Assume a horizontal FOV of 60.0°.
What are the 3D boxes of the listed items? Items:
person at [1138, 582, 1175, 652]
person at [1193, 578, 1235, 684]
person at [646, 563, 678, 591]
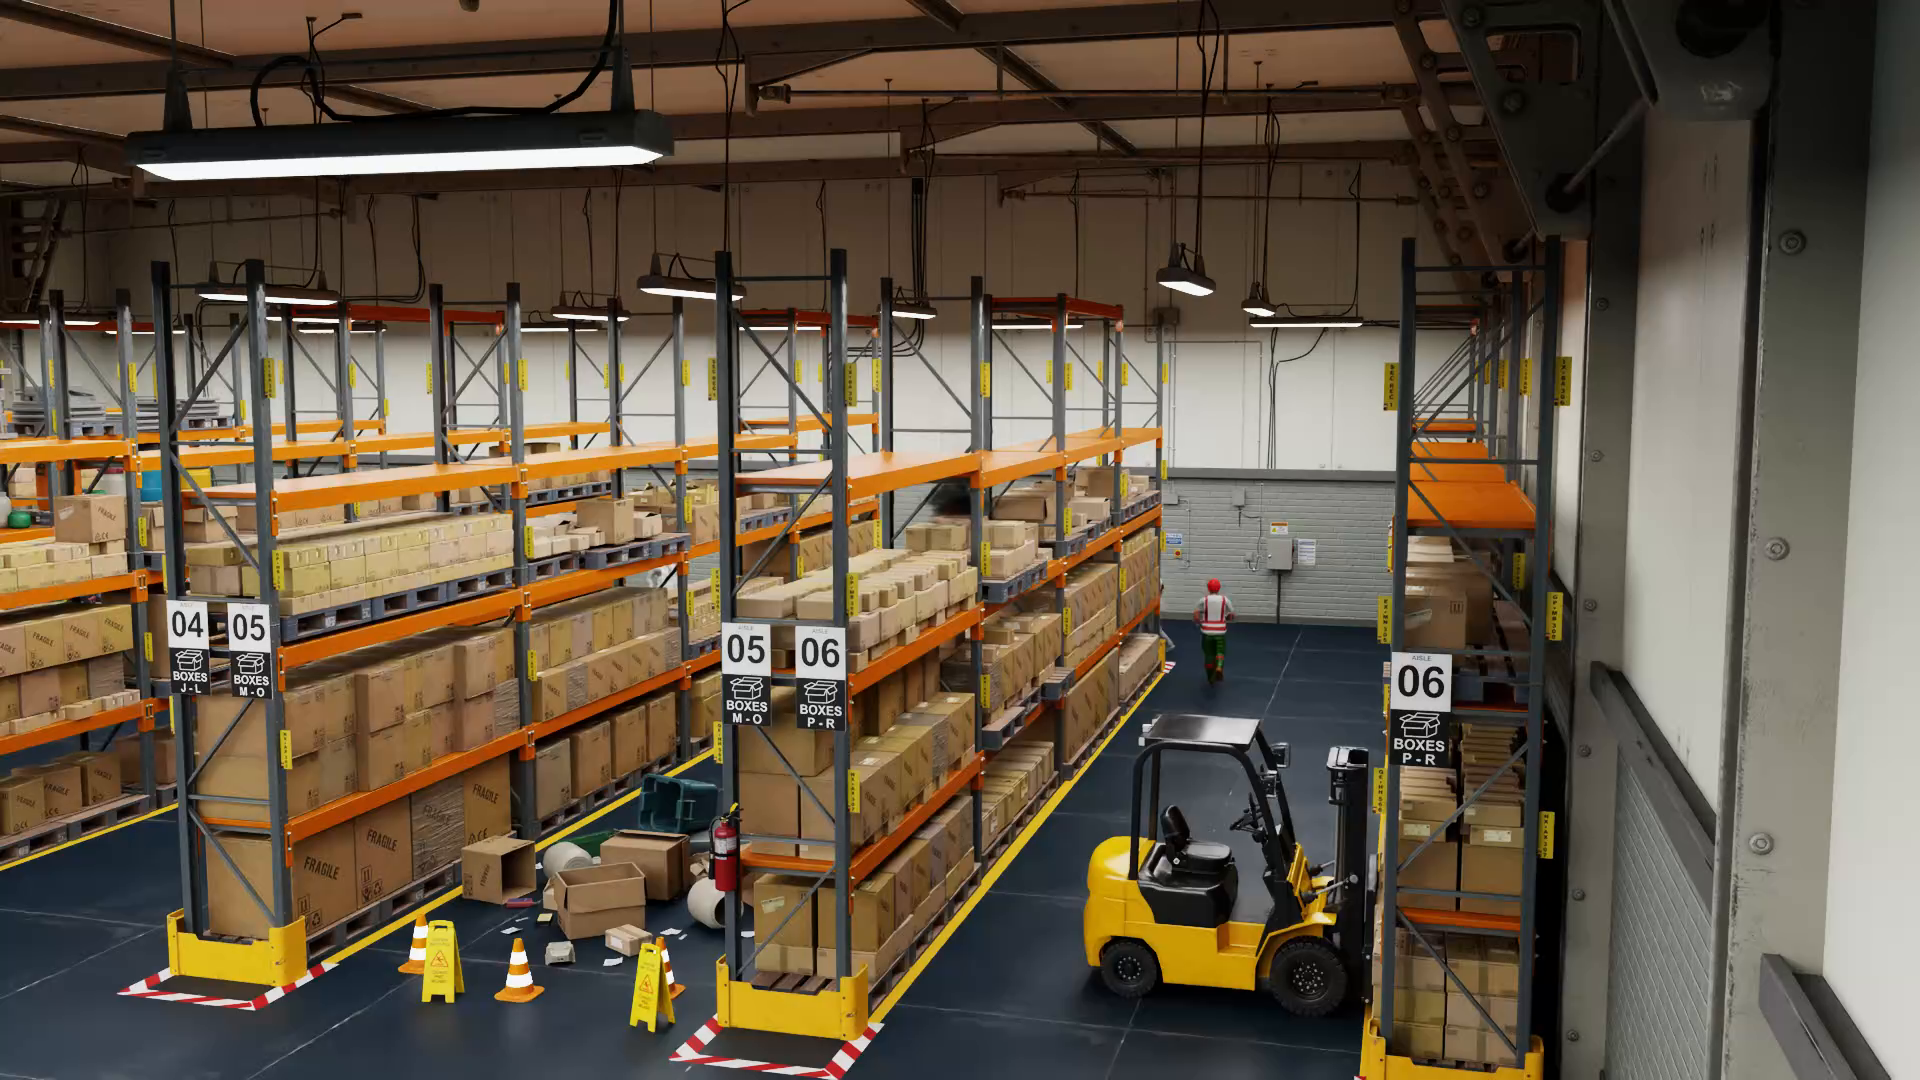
[{"bbox_3d":[3.315,1.194,29.463,0.990,1.608,0.678,4,7,32],"label":"person"},{"bbox_3d":[4.050,1.476,26.573,0.658,1.754,0.889,1,6,6],"label":"person"},{"bbox_3d":[-5.423,1.011,31.223,0.759,1.780,0.690,5,8,38],"label":"person"}]
